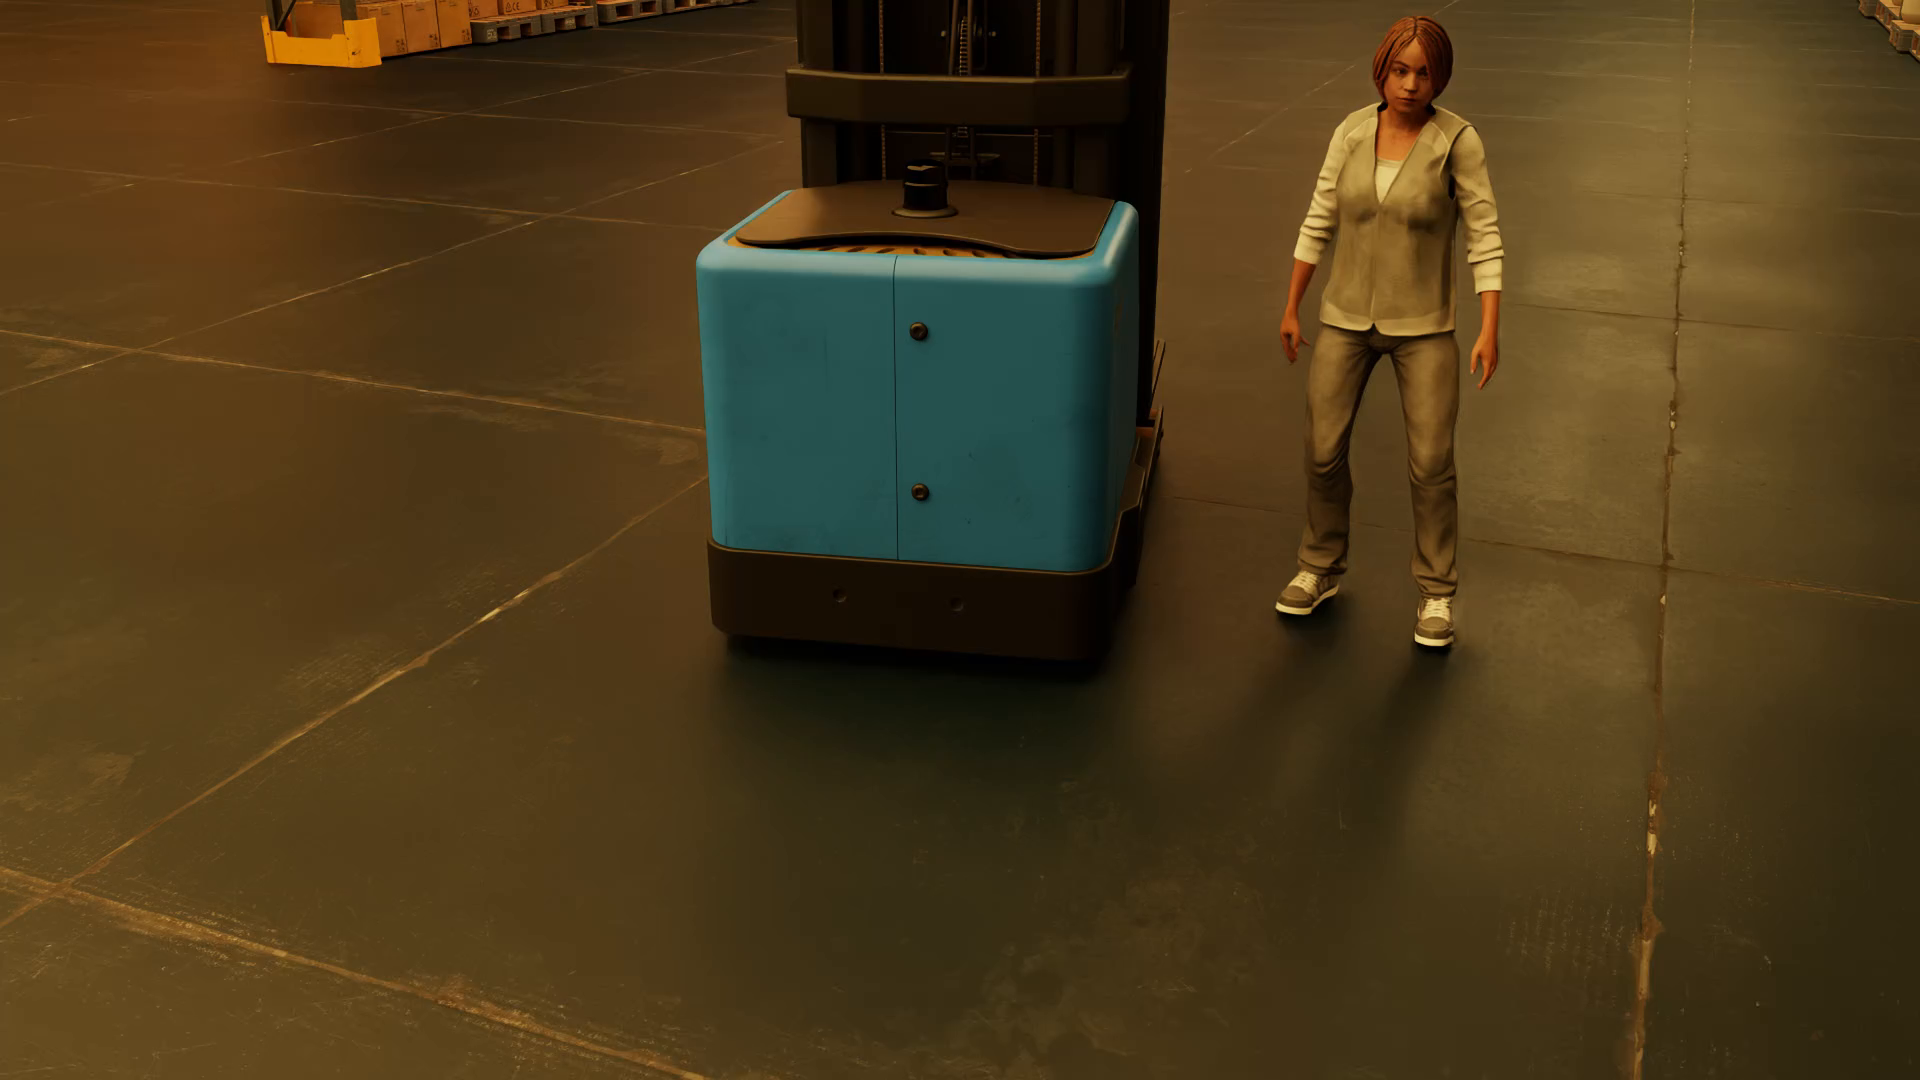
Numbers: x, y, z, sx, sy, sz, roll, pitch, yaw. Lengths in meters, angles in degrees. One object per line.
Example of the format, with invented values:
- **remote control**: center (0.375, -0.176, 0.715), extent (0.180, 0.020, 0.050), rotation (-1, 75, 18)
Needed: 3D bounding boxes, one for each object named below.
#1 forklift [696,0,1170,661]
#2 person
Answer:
- **forklift**: center (0.106, -1.584, 5.083), extent (1.130, 2.935, 3.031), rotation (4, 23, 9)
- **person**: center (1.108, -0.535, 4.318), extent (0.583, 1.587, 0.359), rotation (11, 25, 25)
